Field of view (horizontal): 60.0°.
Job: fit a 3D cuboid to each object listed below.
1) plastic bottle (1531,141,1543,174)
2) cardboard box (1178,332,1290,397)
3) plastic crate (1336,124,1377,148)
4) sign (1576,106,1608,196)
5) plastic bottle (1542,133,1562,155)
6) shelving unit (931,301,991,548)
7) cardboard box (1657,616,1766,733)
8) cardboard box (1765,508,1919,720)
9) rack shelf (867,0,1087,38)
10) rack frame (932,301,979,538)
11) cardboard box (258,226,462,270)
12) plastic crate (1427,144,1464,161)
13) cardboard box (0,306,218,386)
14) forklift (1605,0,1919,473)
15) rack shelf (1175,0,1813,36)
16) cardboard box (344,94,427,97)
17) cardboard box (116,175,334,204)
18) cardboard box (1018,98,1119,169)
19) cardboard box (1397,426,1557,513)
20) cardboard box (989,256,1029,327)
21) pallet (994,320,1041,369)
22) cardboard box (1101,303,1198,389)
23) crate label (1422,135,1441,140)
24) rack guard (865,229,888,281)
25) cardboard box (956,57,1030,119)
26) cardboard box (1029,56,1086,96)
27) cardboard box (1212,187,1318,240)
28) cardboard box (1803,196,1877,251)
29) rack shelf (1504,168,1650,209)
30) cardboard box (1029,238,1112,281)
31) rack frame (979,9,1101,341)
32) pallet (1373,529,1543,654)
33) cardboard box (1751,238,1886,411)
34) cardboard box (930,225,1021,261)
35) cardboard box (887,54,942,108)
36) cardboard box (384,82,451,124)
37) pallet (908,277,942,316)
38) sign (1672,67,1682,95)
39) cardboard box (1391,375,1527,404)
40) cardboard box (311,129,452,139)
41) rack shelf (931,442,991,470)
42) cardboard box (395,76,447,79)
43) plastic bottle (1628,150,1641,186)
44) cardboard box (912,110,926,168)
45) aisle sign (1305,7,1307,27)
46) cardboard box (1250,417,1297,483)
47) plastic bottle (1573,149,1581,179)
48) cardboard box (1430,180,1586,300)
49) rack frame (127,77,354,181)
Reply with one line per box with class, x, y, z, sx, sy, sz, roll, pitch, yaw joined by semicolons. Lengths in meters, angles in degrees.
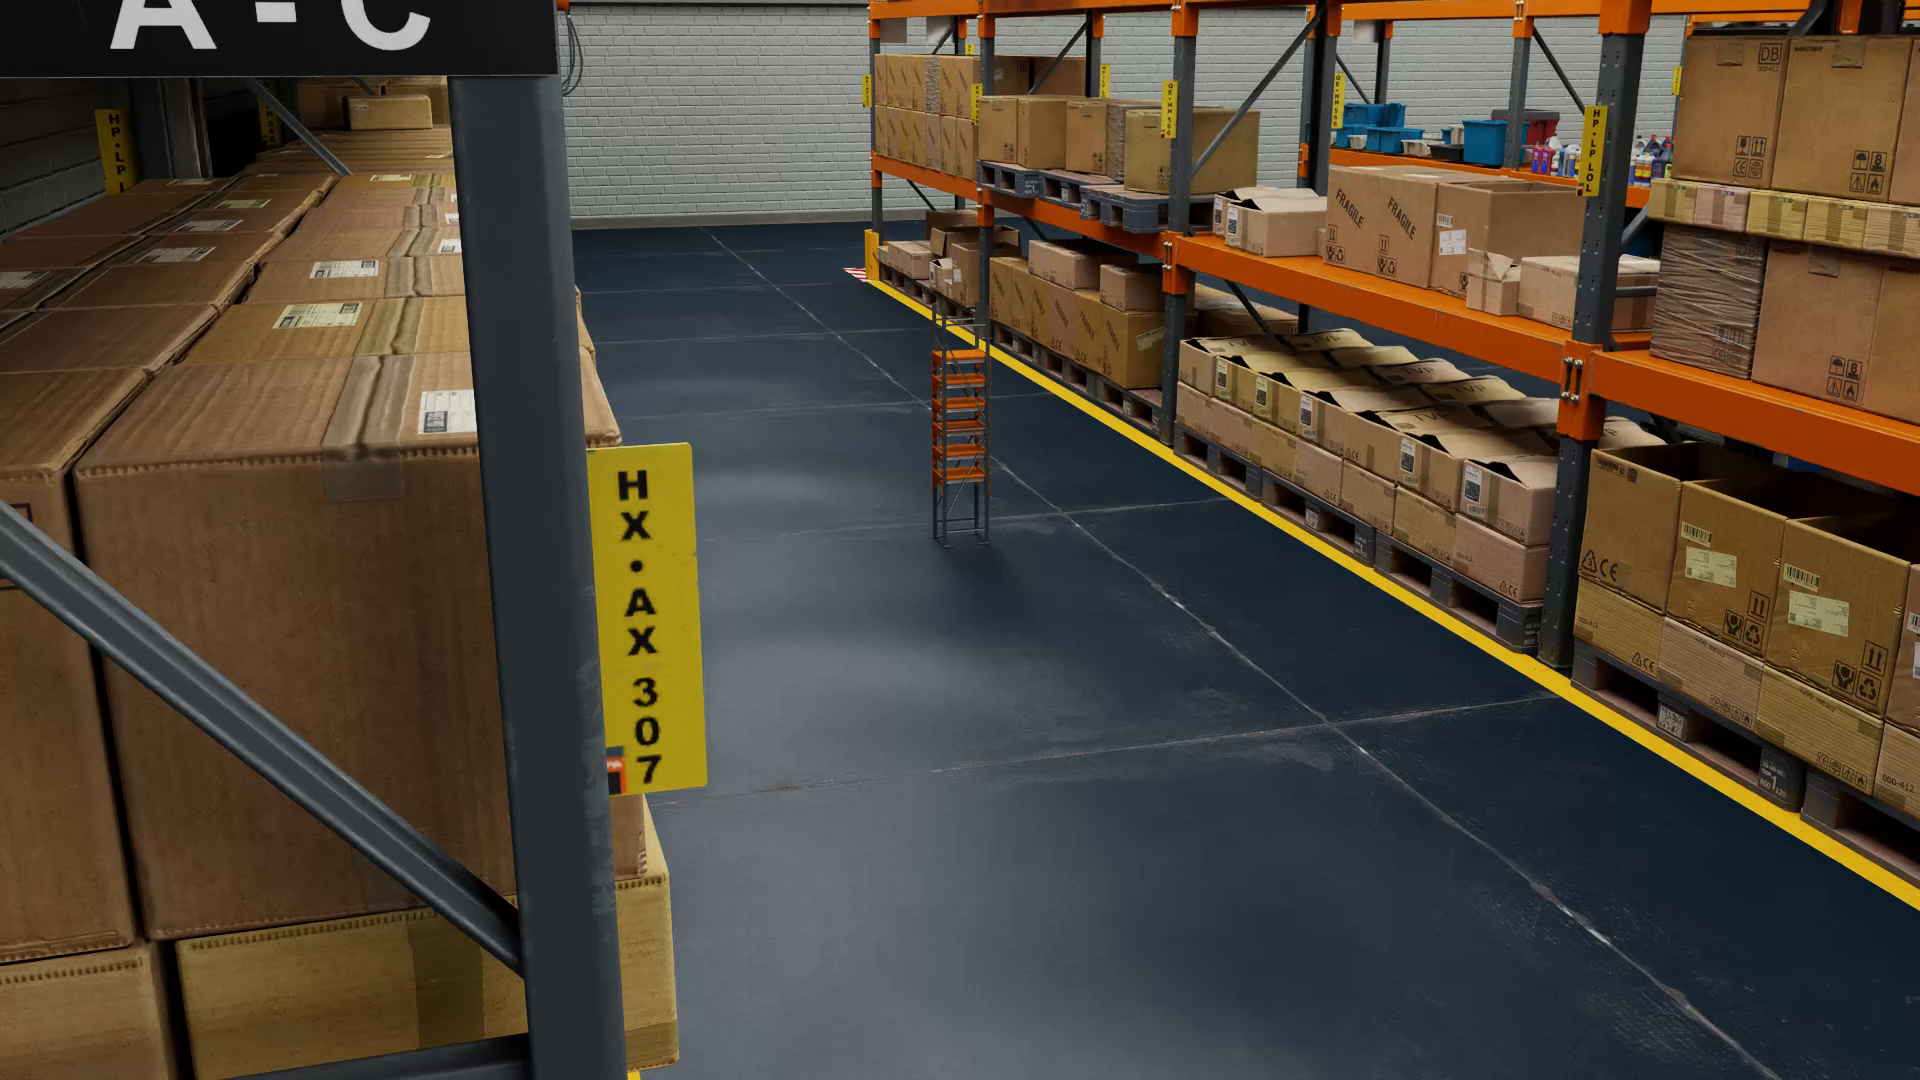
plastic bottle;5.114;-3.379;14.689;0.061;0.283;0.133;-5;17;-15
cardboard box;1.621;-1.058;9.834;0.500;0.311;0.500;-4;17;-13
plastic crate;4.257;-4.348;17.901;0.416;0.233;0.300;-5;17;-15
sign;2.339;-1.437;6.148;0.100;0.325;0.005;-5;17;-15
plastic bottle;5.220;-3.412;14.683;0.144;0.351;0.185;-5;17;-15
shelving unit;0.004;-0.571;8.266;0.258;1.200;0.189;-5;17;-15
cardboard box;2.827;0.440;5.822;0.500;0.250;0.500;-5;17;-15
cardboard box;2.960;0.220;5.252;0.500;0.500;0.500;-5;17;-15
rack shelf;0.110;-4.825;15.336;1.077;0.370;4.000;-5;17;-15
rack frame;-0.021;-0.596;8.350;0.240;1.200;0.006;-5;17;-15
cardboard box;-1.062;-0.343;3.302;0.500;0.500;0.500;-4;17;-14
plastic crate;4.858;-3.755;16.113;0.437;0.125;0.590;-5;17;-15
cardboard box;-1.267;-0.018;2.220;0.500;0.500;0.500;-4;17;-15
forklift;4.536;-1.662;8.890;1.130;2.935;3.031;-5;17;-16
rack shelf;2.309;-2.612;7.969;1.077;0.370;4.000;-5;17;-15
cardboard box;-2.879;-2.156;8.351;0.380;0.149;0.250;-7;18;-22
cardboard box;-1.975;-0.724;4.571;0.500;0.500;0.500;-5;17;-17
cardboard box;0.825;-3.094;12.636;0.700;0.500;0.500;-2;17;-6
cardboard box;2.323;-0.352;7.485;0.500;0.311;0.500;-4;17;-14
cardboard box;0.559;-2.040;13.609;0.500;0.500;0.500;-6;18;-18
pallet;0.920;-1.622;13.484;1.003;0.211;1.213;-5;17;-15
cardboard box;1.276;-1.327;11.234;0.500;0.500;0.500;-4;17;-13
crate label;4.888;-4.211;17.611;0.396;0.136;0.243;-5;17;-15
rack guard;-0.418;-3.068;17.795;1.175;0.500;0.348;-5;17;-15
cardboard box;0.272;-3.825;14.061;0.500;0.500;0.500;-5;17;-15
cardboard box;0.801;-3.859;14.172;0.500;0.500;0.500;-4;17;-14
cardboard box;1.817;-1.926;9.805;0.500;0.311;0.500;-4;17;-12
cardboard box;2.961;-1.022;5.340;0.380;0.149;0.250;-5;17;-16
rack shelf;5.973;-2.672;13.384;1.077;0.370;4.000;-5;17;-15
cardboard box;0.833;-2.122;12.580;0.500;0.250;0.500;-5;17;-15
rack frame;0.660;-3.179;13.822;1.000;3.000;0.127;-5;17;-15
pallet;2.619;0.168;7.525;1.003;0.211;1.213;-5;17;-15
cardboard box;3.138;-0.747;5.550;0.700;0.500;0.500;-5;17;-16
cardboard box;0.139;-2.714;15.847;0.797;0.503;0.637;-5;17;-15
cardboard box;-0.420;-4.525;16.390;0.500;0.500;0.500;-5;17;-15
cardboard box;-2.887;-2.393;9.176;0.500;0.250;0.500;-4;17;-14
pallet;0.133;-2.372;15.981;1.003;0.211;1.213;-5;17;-15
sign;8.551;-5.478;19.833;0.100;0.325;0.005;-5;17;-15
cardboard box;2.561;-0.678;8.571;0.500;0.311;0.500;-4;17;-14
cardboard box;-2.684;-1.657;7.816;0.700;0.500;0.500;-6;18;-20
rack shelf;0.004;-0.413;8.313;0.258;0.103;0.180;-5;17;-15
cardboard box;-3.315;-2.813;10.572;0.500;0.250;0.500;-5;17;-16
plastic bottle;5.503;-3.032;13.547;0.152;0.276;0.135;-5;17;-15
cardboard box;-0.153;-3.770;15.616;0.500;0.500;0.500;-4;17;-15
aisle sign;4.019;-5.918;18.420;0.394;0.787;0.004;-5;17;-15
cardboard box;1.908;-0.507;8.974;0.500;0.250;0.500;-5;17;-17
plastic bottle;5.291;-3.215;14.163;0.097;0.271;0.097;0;17;0
cardboard box;2.518;-1.374;7.638;0.500;0.500;0.500;-3;17;-11
rack frame;-1.903;-0.574;5.148;1.000;3.000;0.127;-5;17;-15
